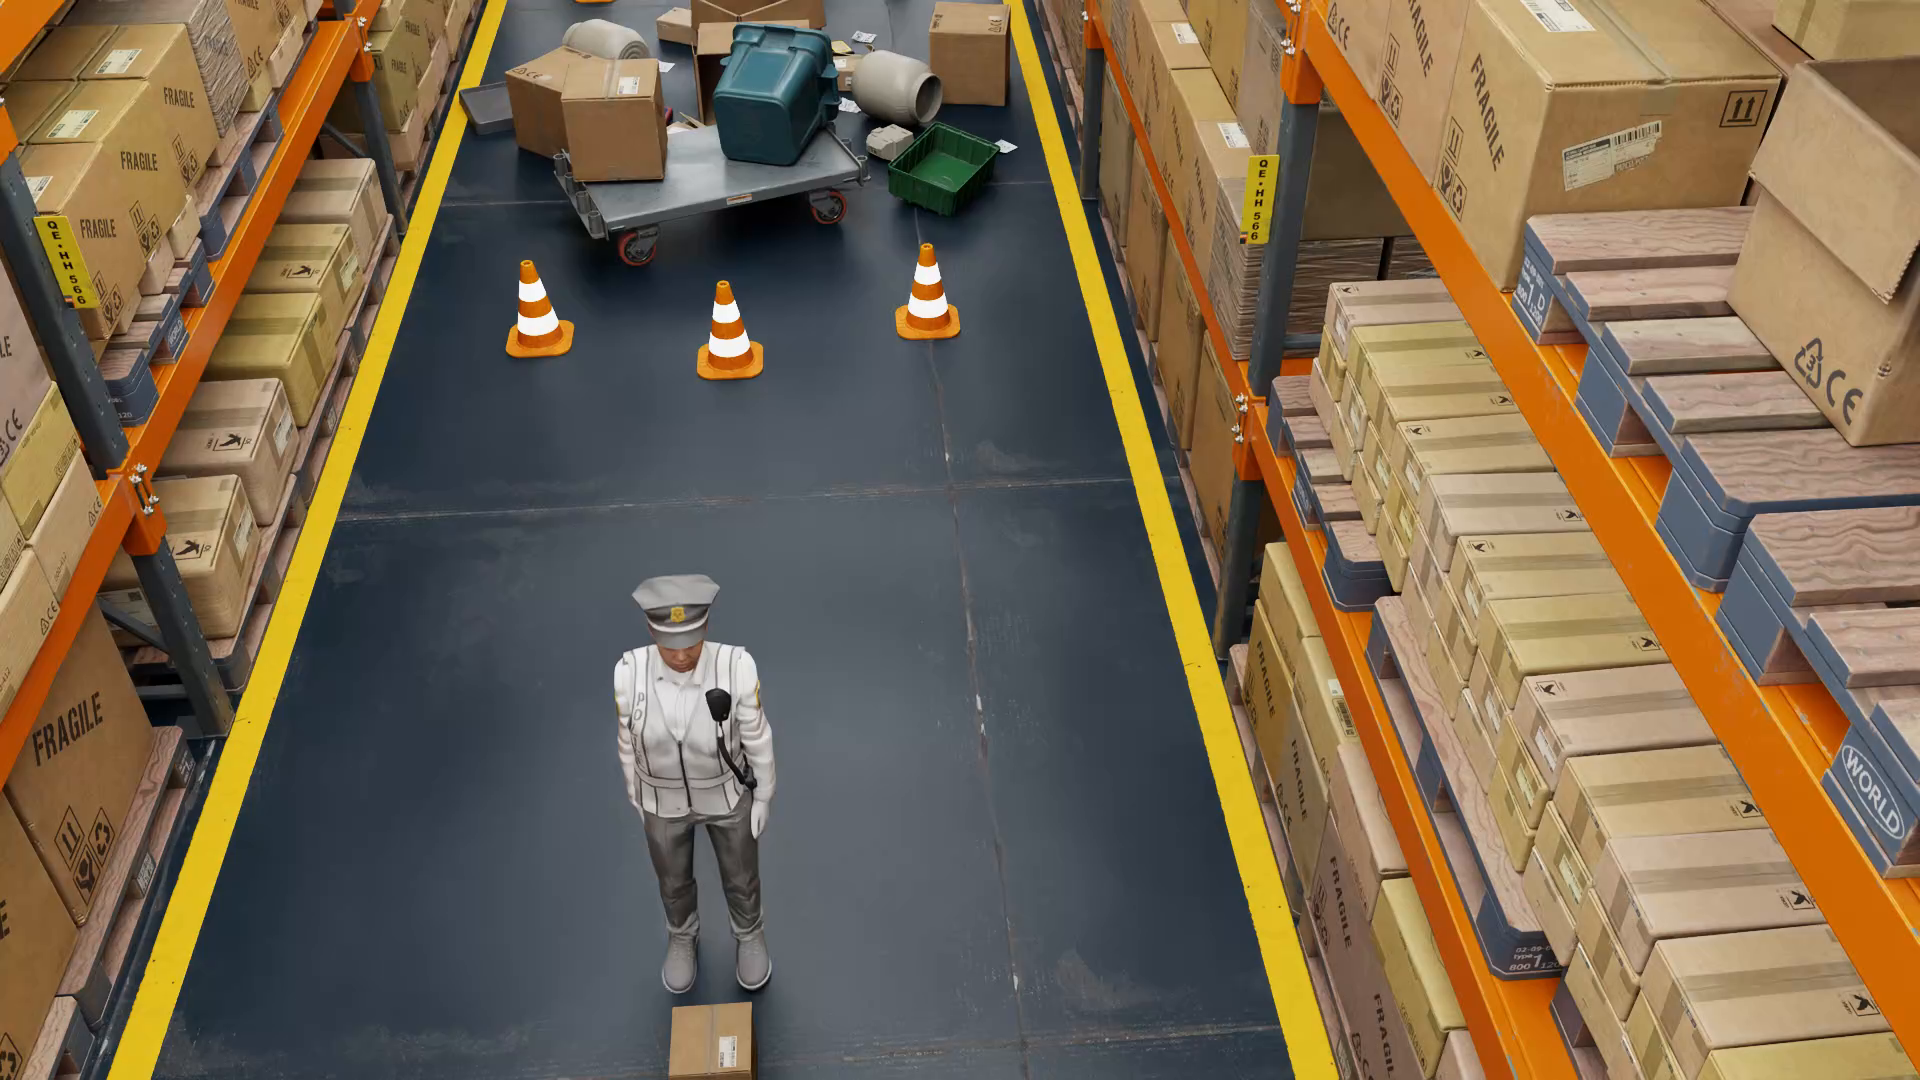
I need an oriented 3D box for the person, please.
[{"bbox_3d":[-0.805,0.797,5.179,0.468,1.695,0.347,-3,39,-3],"label":"person"}]
